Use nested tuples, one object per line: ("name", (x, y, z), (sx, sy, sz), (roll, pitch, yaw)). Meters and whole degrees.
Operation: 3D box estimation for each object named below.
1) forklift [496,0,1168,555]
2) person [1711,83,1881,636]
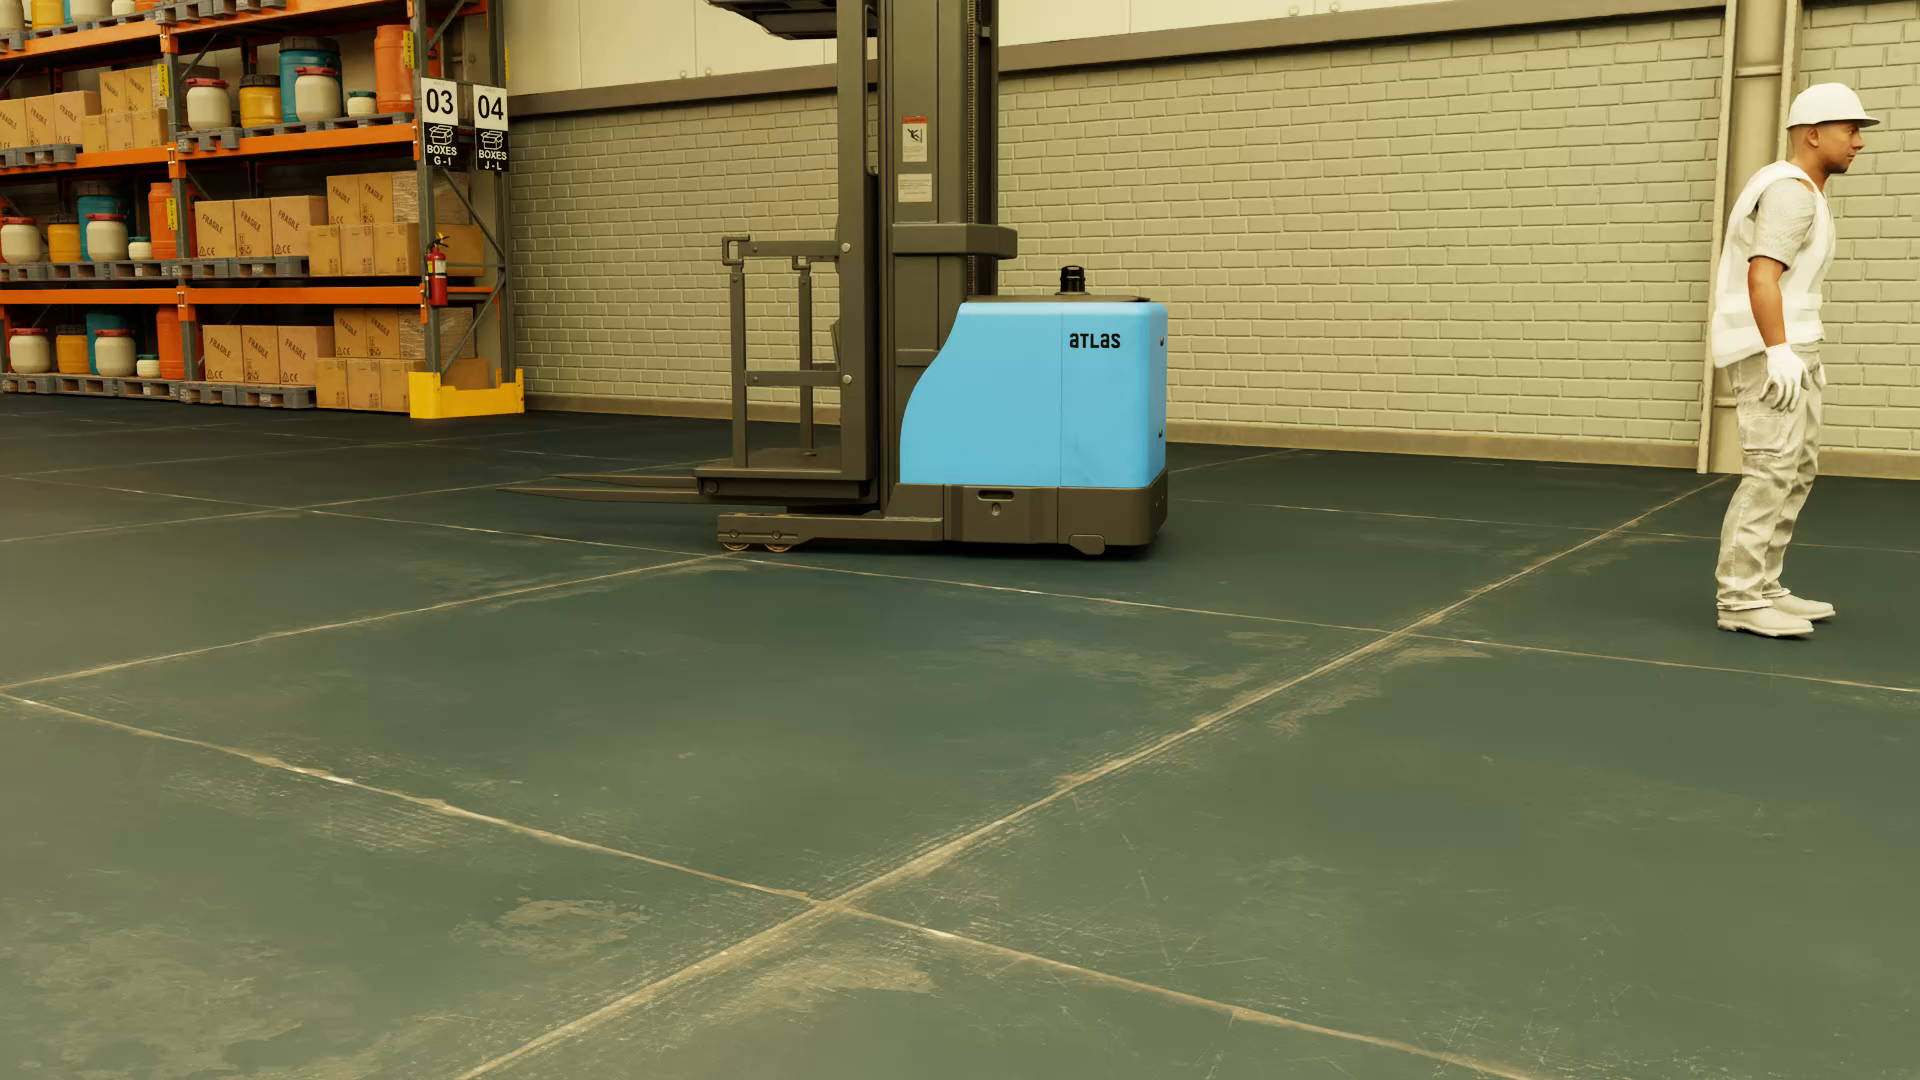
("forklift", (-0.596, -1.469, 7.520), (3.031, 2.935, 1.130), (2, 8, 12))
("person", (2.736, -0.597, 5.508), (0.444, 1.775, 0.629), (6, 10, 34))
